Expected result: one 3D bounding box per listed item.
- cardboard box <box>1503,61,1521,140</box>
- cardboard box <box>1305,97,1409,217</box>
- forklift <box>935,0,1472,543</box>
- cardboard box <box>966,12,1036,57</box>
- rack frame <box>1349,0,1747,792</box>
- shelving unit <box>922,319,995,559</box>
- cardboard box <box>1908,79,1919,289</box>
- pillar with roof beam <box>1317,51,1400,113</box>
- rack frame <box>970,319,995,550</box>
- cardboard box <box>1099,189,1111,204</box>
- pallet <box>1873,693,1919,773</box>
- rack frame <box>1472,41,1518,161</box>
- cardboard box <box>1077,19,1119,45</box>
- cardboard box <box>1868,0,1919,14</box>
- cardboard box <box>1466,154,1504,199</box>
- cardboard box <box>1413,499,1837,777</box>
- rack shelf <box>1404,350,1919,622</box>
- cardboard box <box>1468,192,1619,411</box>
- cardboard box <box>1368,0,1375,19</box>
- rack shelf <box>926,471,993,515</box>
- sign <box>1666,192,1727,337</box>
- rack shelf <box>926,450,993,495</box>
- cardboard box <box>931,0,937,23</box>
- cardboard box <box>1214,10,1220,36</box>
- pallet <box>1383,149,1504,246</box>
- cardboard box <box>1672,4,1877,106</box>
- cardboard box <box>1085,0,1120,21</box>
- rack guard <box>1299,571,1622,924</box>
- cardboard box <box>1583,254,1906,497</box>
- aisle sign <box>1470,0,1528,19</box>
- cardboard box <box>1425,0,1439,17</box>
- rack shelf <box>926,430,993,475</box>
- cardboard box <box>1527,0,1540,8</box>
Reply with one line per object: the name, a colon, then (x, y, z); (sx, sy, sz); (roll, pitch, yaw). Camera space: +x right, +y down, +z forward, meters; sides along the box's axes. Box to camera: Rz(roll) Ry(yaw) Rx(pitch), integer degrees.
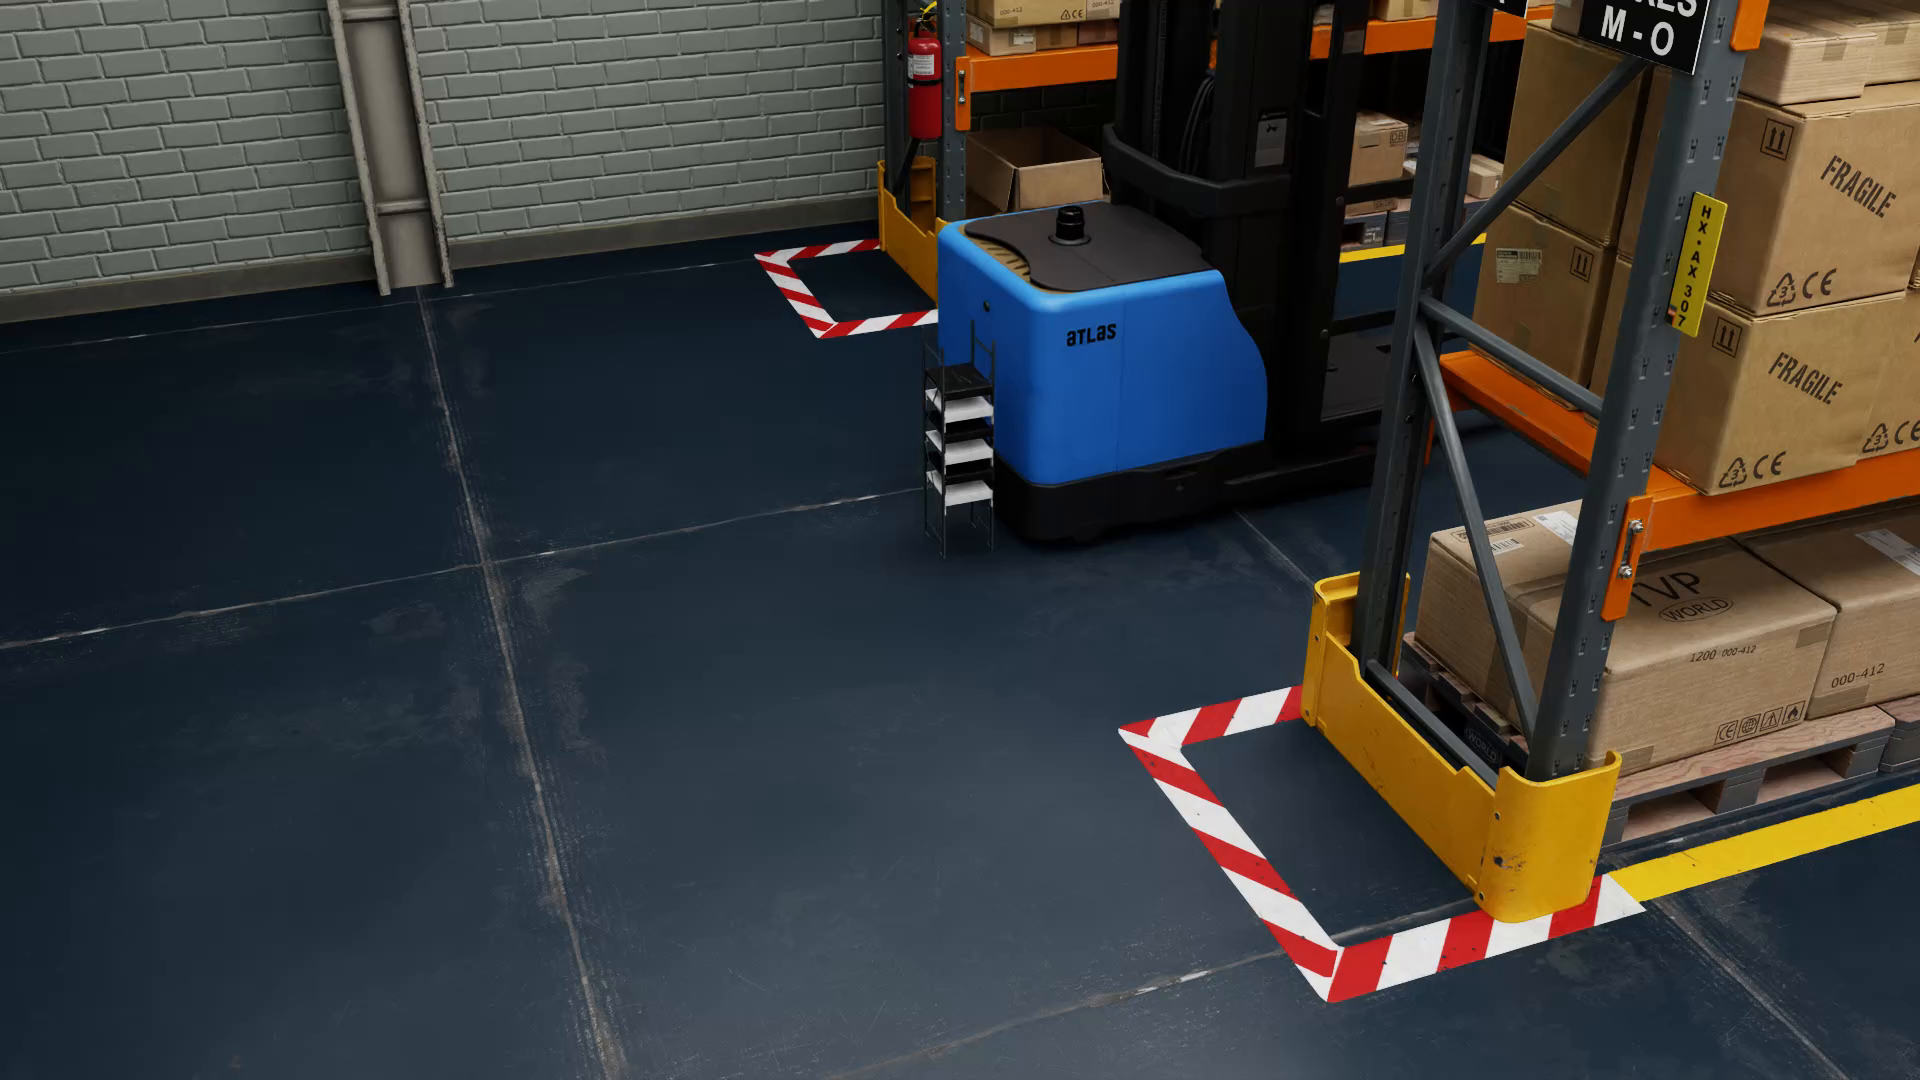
cardboard box: (3.906, -2.802, 10.738); (0.500, 0.500, 0.500); (-11, 31, -18)
cardboard box: (2.194, -2.260, 9.787); (0.500, 0.500, 0.700); (-12, 32, -19)
forklift: (1.454, -1.738, 6.840); (3.031, 2.935, 1.130); (-13, 32, -21)
cardboard box: (0.204, -2.613, 8.560); (0.250, 0.149, 0.380); (-11, 31, -18)
rack frame: (1.534, -0.491, 4.581); (0.127, 3.000, 1.000); (-10, 31, -18)
shelving unit: (-0.008, -0.390, 6.525); (0.210, 0.900, 0.258); (-10, 31, -18)
cardboard box: (2.565, -1.012, 4.384); (0.500, 0.500, 0.500); (-11, 32, -19)
pillar with roof beam: (4.083, -4.391, 5.366); (0.400, 9.000, 9.100); (-10, 31, -18)
rack frame: (0.088, -0.407, 6.556); (0.006, 0.900, 0.240); (-10, 31, -18)
cardboard box: (0.818, -1.854, 9.429); (0.250, 0.149, 0.380); (-12, 32, -20)
pallet: (3.398, 0.338, 5.944); (1.213, 0.211, 1.003); (-10, 31, -18)
rack frame: (3.549, -3.483, 9.834); (0.127, 3.000, 1.000); (-10, 31, -18)
cardboard box: (0.660, -2.740, 8.783); (0.250, 0.149, 0.380); (-11, 31, -18)
cardboard box: (2.468, -1.253, 4.153); (0.250, 0.149, 0.380); (-9, 31, -16)
cardboard box: (3.129, -2.195, 10.028); (0.250, 0.149, 0.380); (-11, 32, -19)
cardboard box: (2.118, 0.280, 5.393); (0.875, 0.438, 0.875); (-12, 32, -19)
rack shelf: (3.409, -0.523, 5.365); (4.000, 0.370, 1.077); (-10, 31, -18)
cardboard box: (1.894, -0.740, 4.918); (0.500, 0.500, 0.500); (-10, 31, -17)
cardboard box: (2.101, -3.008, 9.254); (0.250, 0.149, 0.380); (-10, 31, -17)
rack shelf: (-0.008, -0.204, 6.630); (0.200, 0.077, 0.258); (-10, 31, -18)
sign: (1.722, -0.643, 3.893); (0.005, 0.325, 0.100); (-10, 31, -18)
rack shelf: (-0.008, -0.282, 6.586); (0.200, 0.077, 0.258); (-10, 31, -18)
cardboard box: (0.017, -2.865, 9.003); (0.250, 0.149, 0.380); (-11, 31, -18)
cardboard box: (1.429, -2.812, 8.910); (0.250, 0.149, 0.380); (-11, 32, -19)
pallet: (2.905, -2.154, 10.317); (1.213, 0.211, 1.003); (-10, 31, -18)
cardboard box: (1.964, -1.183, 4.030); (0.250, 0.149, 0.380); (-10, 31, -17)
cardboard box: (0.792, -2.897, 8.656); (0.500, 0.250, 0.500); (-10, 31, -17)
rack guard: (1.512, 0.600, 5.192); (0.348, 0.500, 1.175); (-10, 31, -18)
cardboard box: (2.084, -0.484, 4.468); (0.500, 0.500, 0.500); (-11, 31, -18)
aisle sign: (1.359, -1.752, 4.168); (0.004, 0.787, 0.394); (-10, 31, -18)
cardboard box: (2.611, -3.058, 9.341); (0.250, 0.149, 0.380); (-10, 31, -16)
rack shelf: (-0.008, -0.361, 6.541); (0.200, 0.077, 0.258); (-10, 31, -18)
cardboard box: (3.102, -3.147, 9.497); (0.250, 0.149, 0.380); (-10, 31, -16)
